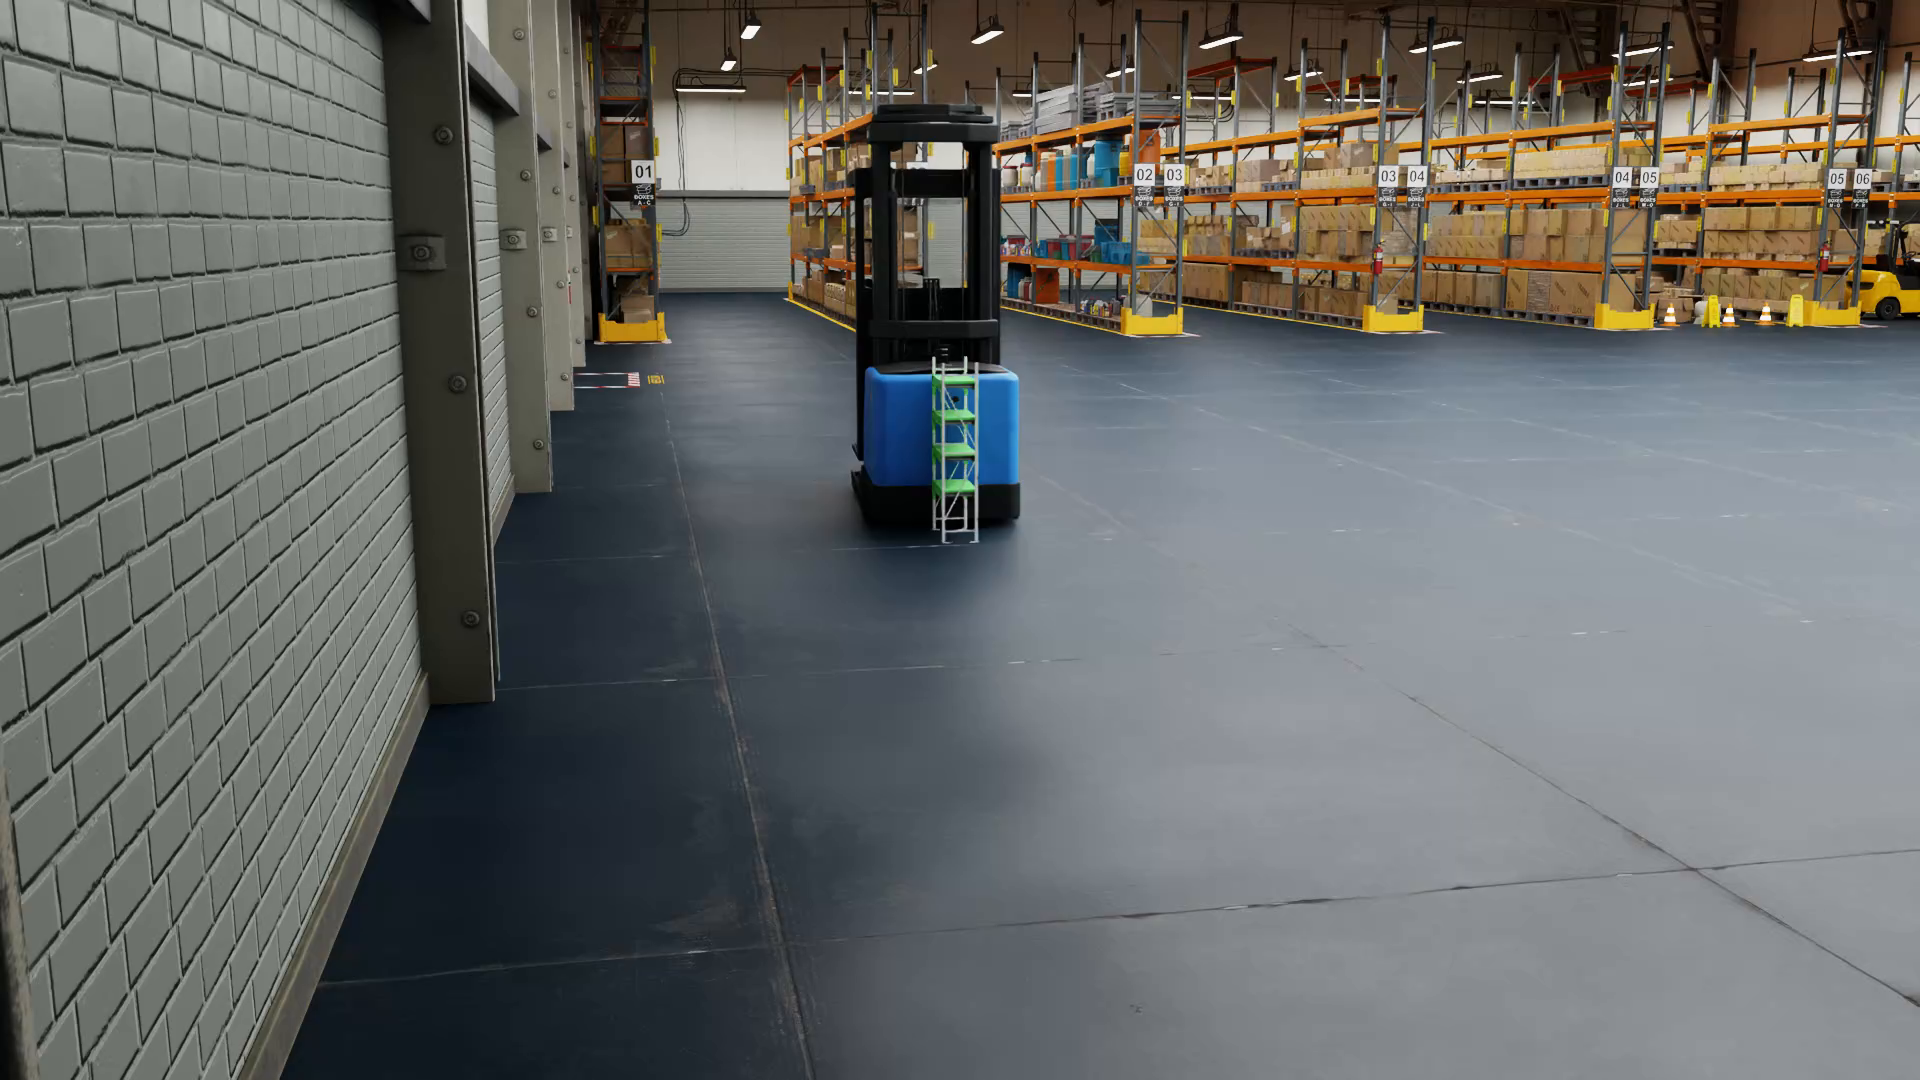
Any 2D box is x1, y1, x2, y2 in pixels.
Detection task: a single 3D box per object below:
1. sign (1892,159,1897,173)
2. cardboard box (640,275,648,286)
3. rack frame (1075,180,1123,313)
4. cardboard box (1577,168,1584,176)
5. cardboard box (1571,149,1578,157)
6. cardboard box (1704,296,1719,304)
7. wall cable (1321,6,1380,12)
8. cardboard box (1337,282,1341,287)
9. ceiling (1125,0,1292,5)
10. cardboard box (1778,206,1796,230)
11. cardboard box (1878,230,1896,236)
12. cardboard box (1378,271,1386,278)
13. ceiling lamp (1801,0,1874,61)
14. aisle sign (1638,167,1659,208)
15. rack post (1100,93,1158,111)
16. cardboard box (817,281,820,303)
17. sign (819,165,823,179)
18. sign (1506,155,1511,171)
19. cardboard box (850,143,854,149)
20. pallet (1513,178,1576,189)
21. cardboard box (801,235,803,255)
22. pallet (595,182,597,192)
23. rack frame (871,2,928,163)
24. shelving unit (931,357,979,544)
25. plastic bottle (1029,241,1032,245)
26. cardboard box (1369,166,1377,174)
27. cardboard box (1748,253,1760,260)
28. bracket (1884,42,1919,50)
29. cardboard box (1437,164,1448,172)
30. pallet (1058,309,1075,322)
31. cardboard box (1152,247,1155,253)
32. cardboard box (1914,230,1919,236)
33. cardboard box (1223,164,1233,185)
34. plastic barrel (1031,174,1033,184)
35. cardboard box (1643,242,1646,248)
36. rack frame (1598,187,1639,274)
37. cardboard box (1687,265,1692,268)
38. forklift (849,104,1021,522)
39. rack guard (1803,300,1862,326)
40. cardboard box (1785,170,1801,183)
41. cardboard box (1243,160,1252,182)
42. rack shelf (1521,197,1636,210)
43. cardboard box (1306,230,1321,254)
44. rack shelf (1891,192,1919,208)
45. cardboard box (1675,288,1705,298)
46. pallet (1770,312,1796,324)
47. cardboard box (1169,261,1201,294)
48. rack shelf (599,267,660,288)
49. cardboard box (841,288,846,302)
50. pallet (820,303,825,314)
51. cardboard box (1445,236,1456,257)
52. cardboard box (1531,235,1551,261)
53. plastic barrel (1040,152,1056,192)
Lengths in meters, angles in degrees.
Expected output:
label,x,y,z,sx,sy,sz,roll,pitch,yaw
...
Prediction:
label,x,y,z,sx,sy,sz,roll,pitch,yaw
sign,21.904,-8.766,38.983,0.100,0.325,0.005,-2,11,-11
cardboard box,-7.523,-5.847,38.520,0.750,0.750,0.750,-2,11,-12
rack frame,2.987,-6.184,35.663,1.000,3.000,0.127,-2,11,-11
cardboard box,12.963,-7.586,34.289,0.380,0.149,0.250,-2,11,-10
cardboard box,12.913,-8.025,34.463,0.380,0.149,0.250,-2,11,-11
cardboard box,17.416,-5.462,38.100,0.500,0.250,0.500,-3,11,-14
wall cable,12.822,-16.108,54.112,2.355,3.000,0.029,-2,11,-11
cardboard box,10.667,-7.089,46.124,0.380,0.149,0.250,-3,11,-13
ceiling,8.380,-16.553,50.033,6.000,0.001,6.000,-2,11,-11
cardboard box,17.939,-6.856,35.457,0.700,0.500,0.500,-2,11,-10
cardboard box,22.150,-7.328,39.671,0.380,0.149,0.250,-2,11,-9
cardboard box,11.259,-7.003,43.525,0.500,0.250,0.500,-2,11,-9
ceiling lamp,20.305,-12.615,37.795,0.800,3.185,2.000,-2,11,-11
aisle sign,13.816,-7.067,33.351,0.394,0.787,0.004,-2,11,-11
rack post,3.357,-8.714,33.116,0.937,0.300,0.954,-2,11,-12
cardboard box,-3.163,-5.984,40.122,0.500,0.500,0.500,-3,11,-13
sign,-3.183,-8.446,38.144,0.100,0.325,0.005,-2,11,-11
sign,12.200,-8.386,36.988,0.100,0.325,0.005,-2,11,-11
cardboard box,-2.088,-8.197,35.490,0.500,0.500,0.500,-1,11,-6
pallet,12.879,-7.805,36.397,1.003,0.211,1.213,-2,11,-11
cardboard box,-3.879,-7.697,43.349,0.500,0.500,0.500,-2,11,-9
pallet,-7.686,-8.054,37.972,1.213,0.211,1.003,-2,11,-8
rack frame,-1.095,-8.218,30.305,1.000,3.000,0.127,-2,11,-11
shelving unit,-0.035,-0.612,11.202,0.258,1.200,0.503,-2,11,-8
plastic bottle,1.825,-7.431,42.347,0.144,0.351,0.185,-2,11,-11
cardboard box,8.263,-7.265,32.659,0.380,0.149,0.250,-2,11,-11
cardboard box,17.629,-6.251,36.689,0.380,0.149,0.250,-2,11,-11
bracket,23.031,-11.583,38.361,0.076,0.066,4.783,-2,11,-11
cardboard box,12.043,-9.337,41.892,0.396,0.266,0.258,-2,11,-11
pallet,2.796,-4.956,36.673,1.003,0.211,1.213,-2,11,-11
cardboard box,5.557,-8.082,46.309,0.380,0.149,0.250,-2,11,-12
cardboard box,22.368,-7.111,38.532,0.380,0.149,0.250,-2,11,-11
cardboard box,6.878,-8.937,40.708,0.797,0.503,0.637,-1,11,-8
plastic barrel,1.856,-8.721,40.216,0.301,0.262,0.301,0,11,0
cardboard box,16.949,-7.226,40.690,0.380,0.149,0.250,-2,11,-9
rack frame,16.788,-7.458,42.357,1.000,3.000,0.127,-2,11,-11
cardboard box,20.746,-7.742,46.884,0.380,0.149,0.250,-2,11,-12
forklift,-0.271,-1.793,12.775,1.130,2.935,3.031,-1,11,-7
rack guard,18.329,-4.777,34.955,1.175,0.500,0.348,-2,11,-11
cardboard box,17.897,-7.713,35.283,0.500,0.250,0.500,-2,11,-12
cardboard box,7.001,-8.677,39.136,0.500,0.500,0.500,-2,11,-11
rack shelf,16.399,-8.945,44.071,1.077,0.370,4.000,-2,11,-11
cardboard box,7.935,-6.381,35.638,0.875,0.500,0.500,-2,11,-11
rack shelf,22.823,-7.659,37.314,1.077,0.370,4.000,-2,11,-11
cardboard box,17.461,-5.736,39.214,0.950,0.372,0.625,-2,11,-10
pallet,18.206,-4.785,35.772,1.003,0.211,1.213,-2,11,-11
cardboard box,6.239,-7.118,45.129,0.875,0.875,0.875,-2,11,-11
rack shelf,-6.342,-5.103,31.910,1.077,0.370,4.000,-2,11,-11
cardboard box,-2.233,-5.199,35.221,0.500,0.311,0.500,-2,11,-11
pallet,-2.759,-5.506,39.562,1.003,0.211,1.213,-2,11,-11
cardboard box,11.974,-7.031,39.845,0.500,0.500,0.500,-2,11,-11
cardboard box,12.932,-6.329,36.024,0.875,0.550,0.550,-2,11,-11
plastic barrel,2.156,-8.479,38.357,0.600,0.901,0.600,0,11,0
